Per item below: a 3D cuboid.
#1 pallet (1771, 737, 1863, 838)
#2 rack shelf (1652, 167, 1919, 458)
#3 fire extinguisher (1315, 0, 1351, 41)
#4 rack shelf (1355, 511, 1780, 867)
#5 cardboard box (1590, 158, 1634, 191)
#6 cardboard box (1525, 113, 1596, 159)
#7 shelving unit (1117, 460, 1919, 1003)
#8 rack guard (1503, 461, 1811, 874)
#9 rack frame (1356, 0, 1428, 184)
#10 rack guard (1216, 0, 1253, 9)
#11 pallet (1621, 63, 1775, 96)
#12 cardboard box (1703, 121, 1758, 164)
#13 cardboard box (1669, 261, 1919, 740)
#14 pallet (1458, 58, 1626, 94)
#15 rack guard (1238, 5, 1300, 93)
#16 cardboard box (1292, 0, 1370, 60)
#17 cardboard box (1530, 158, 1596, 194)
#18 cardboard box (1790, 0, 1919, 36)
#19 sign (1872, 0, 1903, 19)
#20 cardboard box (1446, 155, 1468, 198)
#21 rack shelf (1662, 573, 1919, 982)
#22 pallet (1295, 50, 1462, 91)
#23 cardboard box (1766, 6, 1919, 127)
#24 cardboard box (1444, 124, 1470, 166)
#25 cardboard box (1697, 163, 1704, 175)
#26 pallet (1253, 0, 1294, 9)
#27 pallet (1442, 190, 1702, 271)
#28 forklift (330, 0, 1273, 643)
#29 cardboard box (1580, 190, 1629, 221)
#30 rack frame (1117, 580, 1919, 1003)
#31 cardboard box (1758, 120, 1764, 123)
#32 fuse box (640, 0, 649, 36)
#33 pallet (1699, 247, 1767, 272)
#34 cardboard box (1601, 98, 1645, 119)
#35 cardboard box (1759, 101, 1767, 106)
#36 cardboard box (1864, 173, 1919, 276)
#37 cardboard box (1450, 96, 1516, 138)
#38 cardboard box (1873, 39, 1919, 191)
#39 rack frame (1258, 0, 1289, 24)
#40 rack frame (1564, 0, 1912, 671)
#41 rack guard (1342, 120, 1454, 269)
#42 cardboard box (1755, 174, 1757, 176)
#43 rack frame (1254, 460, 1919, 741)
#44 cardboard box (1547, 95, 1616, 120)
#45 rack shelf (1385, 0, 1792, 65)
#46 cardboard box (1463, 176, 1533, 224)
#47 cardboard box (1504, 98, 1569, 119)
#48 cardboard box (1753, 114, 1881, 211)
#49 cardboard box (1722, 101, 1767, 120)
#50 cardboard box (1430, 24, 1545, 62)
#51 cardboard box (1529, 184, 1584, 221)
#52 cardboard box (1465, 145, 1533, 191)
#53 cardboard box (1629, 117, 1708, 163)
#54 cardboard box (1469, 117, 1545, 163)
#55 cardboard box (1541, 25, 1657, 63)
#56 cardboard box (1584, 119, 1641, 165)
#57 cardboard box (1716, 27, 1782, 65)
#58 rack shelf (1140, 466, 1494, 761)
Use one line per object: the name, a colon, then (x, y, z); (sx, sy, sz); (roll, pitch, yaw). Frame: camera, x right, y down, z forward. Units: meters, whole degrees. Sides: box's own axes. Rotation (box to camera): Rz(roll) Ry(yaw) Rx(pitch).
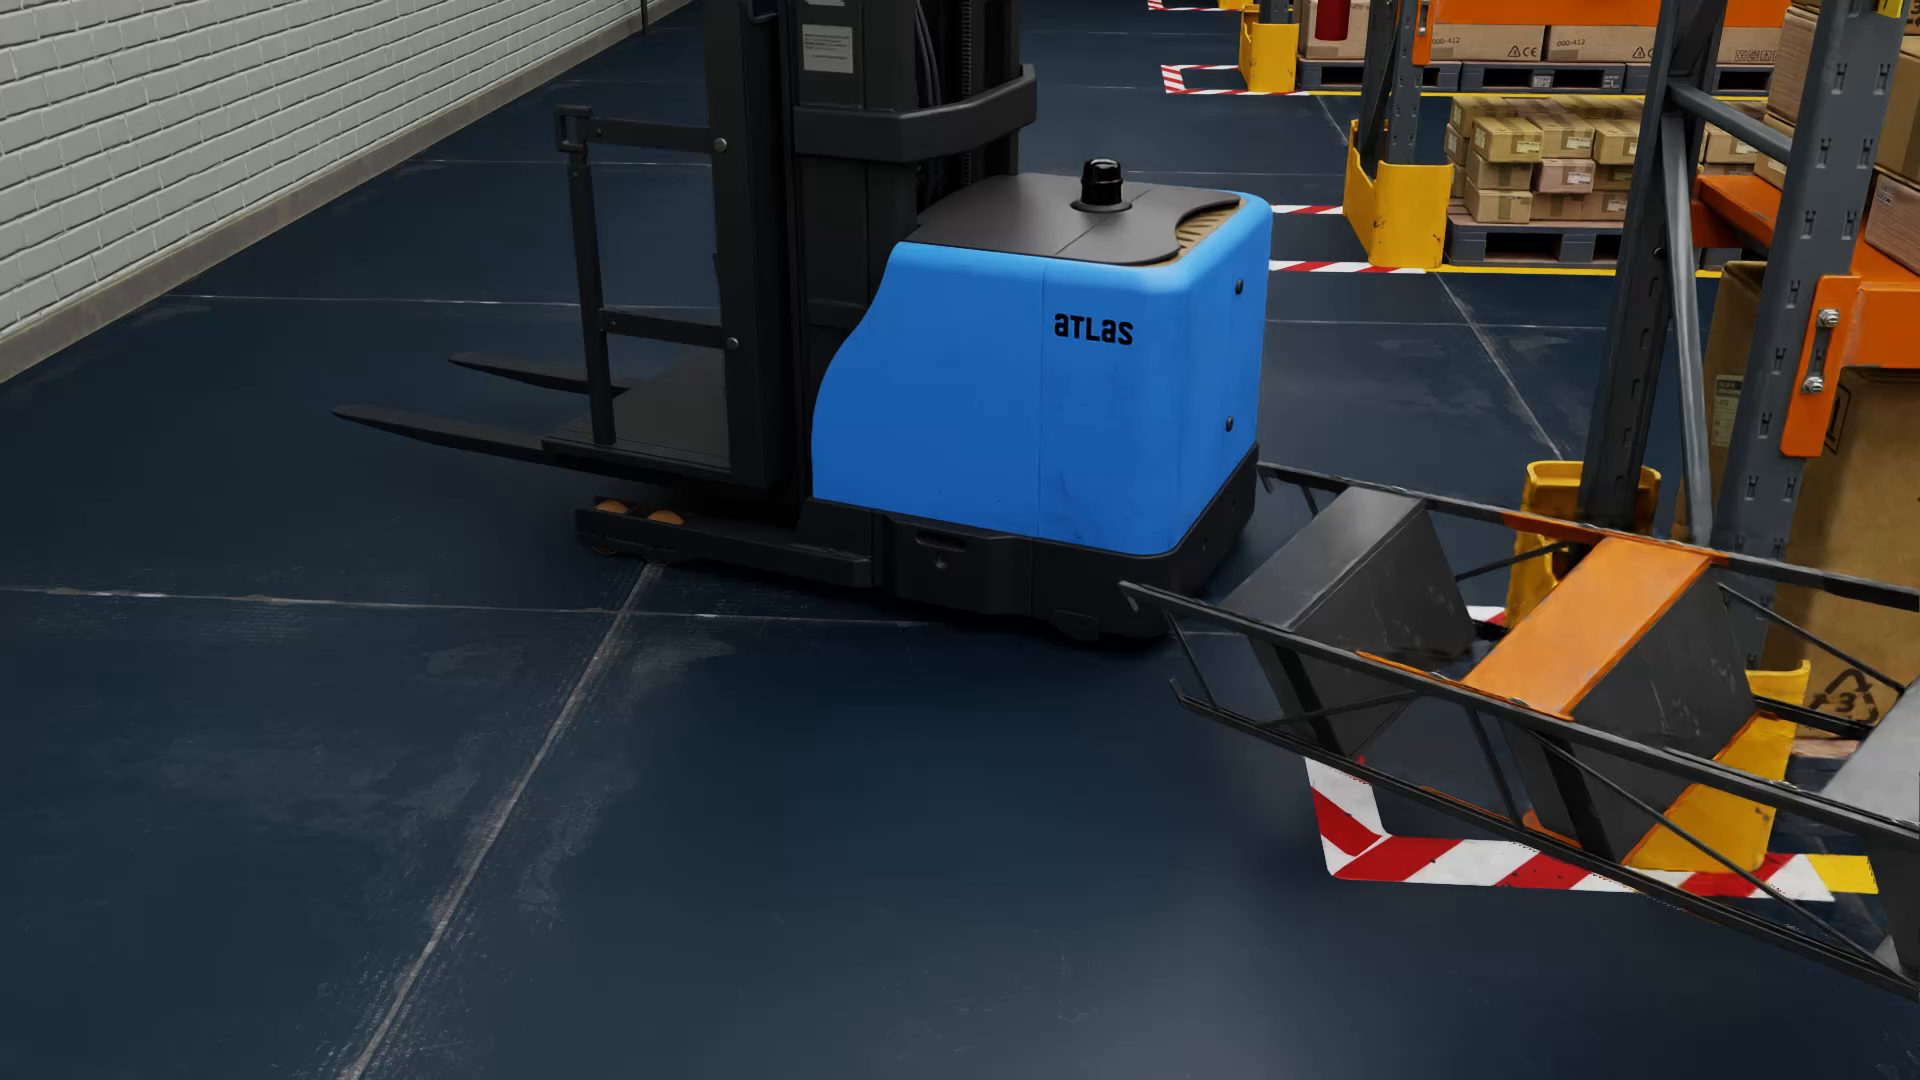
pallet: (2.483, 0.384, 4.162); (1.213, 0.211, 1.003); (2, 25, 4)
rack shelf: (3.674, -0.485, 3.575); (4.000, 0.370, 1.077); (2, 25, 4)
fire extinguisher: (1.945, -2.935, 8.579); (0.183, 0.674, 0.296); (2, 25, 4)
rack shelf: (1.188, 0.286, 3.268); (0.480, 0.431, 0.518); (-39, 28, -19)
cardboard box: (3.183, -1.843, 8.220); (0.250, 0.149, 0.380); (2, 25, 5)
cardboard box: (2.941, -1.988, 8.179); (0.250, 0.149, 0.380); (2, 25, 5)
shelving unit: (1.195, 0.288, 3.257); (0.503, 0.431, 2.100); (-39, 28, -19)
rack guard: (1.656, 0.259, 4.088); (0.348, 0.500, 1.175); (2, 25, 4)
rack frame: (2.161, -2.939, 8.050); (0.127, 3.000, 1.000); (2, 25, 4)
rack guard: (2.891, -5.937, 17.554); (0.348, 0.500, 1.175); (2, 25, 4)
pallet: (5.675, -3.668, 12.969); (1.213, 0.211, 1.003); (2, 25, 4)
cardboard box: (3.712, -1.941, 8.076); (0.250, 0.149, 0.380); (3, 25, 6)
cardboard box: (2.325, -0.114, 3.949); (0.875, 0.875, 0.875); (2, 25, 4)
pallet: (4.455, -3.706, 13.051); (1.213, 0.211, 1.003); (2, 25, 4)
rack guard: (2.415, -3.871, 13.065); (0.348, 0.500, 1.175); (2, 25, 4)
cardboard box: (3.105, -4.053, 13.033); (0.875, 0.438, 0.875); (1, 25, 2)
cardboard box: (2.932, -1.814, 8.157); (0.250, 0.149, 0.380); (2, 25, 4)
cardboard box: (2.186, -1.377, 3.581); (0.500, 0.500, 0.500); (2, 25, 5)
sign: (1.632, -1.074, 2.864); (0.005, 0.325, 0.100); (2, 25, 4)
cardboard box: (2.702, -1.905, 8.710); (0.250, 0.149, 0.380); (2, 25, 5)
rack shelf: (1.553, 0.405, 2.683); (0.480, 0.431, 0.518); (-39, 28, -19)
pallet: (3.242, -3.746, 13.139); (1.213, 0.211, 1.003); (2, 25, 4)
cardboard box: (2.184, -1.038, 3.740); (0.500, 0.250, 0.500); (1, 25, 3)
cardboard box: (2.709, -2.072, 8.718); (0.250, 0.149, 0.380); (1, 25, 3)
cardboard box: (3.431, -1.790, 8.104); (0.250, 0.149, 0.380); (3, 25, 6)
pallet: (3.686, -5.780, 17.560); (1.213, 0.211, 1.003); (2, 25, 4)
pallet: (3.044, -1.630, 8.539); (1.213, 0.211, 1.003); (2, 25, 4)
forklift: (-0.631, -1.442, 4.877); (3.031, 2.935, 1.130); (10, 27, 21)
cardboard box: (3.174, -1.706, 8.276); (0.250, 0.149, 0.380); (2, 25, 5)
rack frame: (1.017, 0.434, 3.175); (0.015, 0.400, 2.100); (-39, 28, -19)
cardboard box: (3.971, -1.913, 8.016); (0.250, 0.149, 0.380); (2, 25, 5)
fuse box: (-2.879, -5.462, 15.073); (0.414, 1.711, 0.539); (2, 25, 4)
pallet: (4.257, -1.589, 8.452); (1.213, 0.211, 1.003); (2, 25, 4)
cardboard box: (3.475, -2.172, 8.578); (0.250, 0.149, 0.380); (1, 25, 2)
cardboard box: (4.265, -2.135, 8.499); (0.250, 0.149, 0.380); (2, 25, 4)
cardboard box: (2.009, -0.612, 3.293); (0.250, 0.149, 0.380); (2, 25, 5)
cardboard box: (2.708, -2.194, 8.626); (0.250, 0.149, 0.380); (2, 25, 5)
cardboard box: (2.138, -0.815, 3.255); (0.500, 0.250, 0.500); (1, 25, 3)
rack frame: (2.439, -5.006, 12.540); (0.127, 3.000, 1.000); (2, 25, 4)
rack frame: (1.680, -0.875, 3.564); (0.127, 3.000, 1.000); (2, 25, 4)
rack guard: (2.236, -1.801, 8.567); (0.348, 0.500, 1.175); (2, 25, 4)
cardboard box: (3.976, -1.830, 8.190); (0.250, 0.149, 0.380); (3, 25, 7)
rack frame: (1.372, 0.142, 3.338); (0.015, 0.400, 2.100); (-39, 28, -19)
cardboard box: (3.222, -2.207, 8.654); (0.250, 0.149, 0.380); (1, 25, 3)
rack shelf: (4.155, -2.549, 8.061); (4.000, 0.370, 1.077); (2, 25, 4)
cardboard box: (2.659, -1.685, 8.232); (0.250, 0.149, 0.380); (2, 25, 5)
cardboard box: (2.954, -2.162, 8.557); (0.250, 0.149, 0.380); (2, 25, 5)
cardboard box: (2.061, -0.887, 3.890); (0.250, 0.149, 0.380); (2, 25, 5)
cardboard box: (4.002, -2.132, 8.491); (0.250, 0.149, 0.380); (1, 25, 2)
cardboard box: (4.018, -4.027, 12.977); (0.875, 0.438, 0.875); (2, 25, 5)
cardboard box: (2.926, -1.711, 8.288); (0.250, 0.149, 0.380); (2, 25, 4)
cardboard box: (2.663, -1.847, 8.227); (0.250, 0.149, 0.380); (3, 25, 6)
cardboard box: (3.436, -1.953, 8.103); (0.250, 0.149, 0.380); (1, 25, 1)
cardboard box: (2.657, -1.947, 8.089); (0.250, 0.149, 0.380); (1, 25, 2)
cardboard box: (4.917, -3.998, 12.913); (0.875, 0.438, 0.875); (1, 25, 2)
cardboard box: (3.183, -1.927, 8.046); (0.250, 0.149, 0.380); (2, 25, 4)
cardboard box: (5.809, -3.969, 12.851); (0.875, 0.438, 0.875); (1, 25, 3)
rack shelf: (0.822, 0.167, 3.853); (0.480, 0.431, 0.518); (-39, 28, -19)
